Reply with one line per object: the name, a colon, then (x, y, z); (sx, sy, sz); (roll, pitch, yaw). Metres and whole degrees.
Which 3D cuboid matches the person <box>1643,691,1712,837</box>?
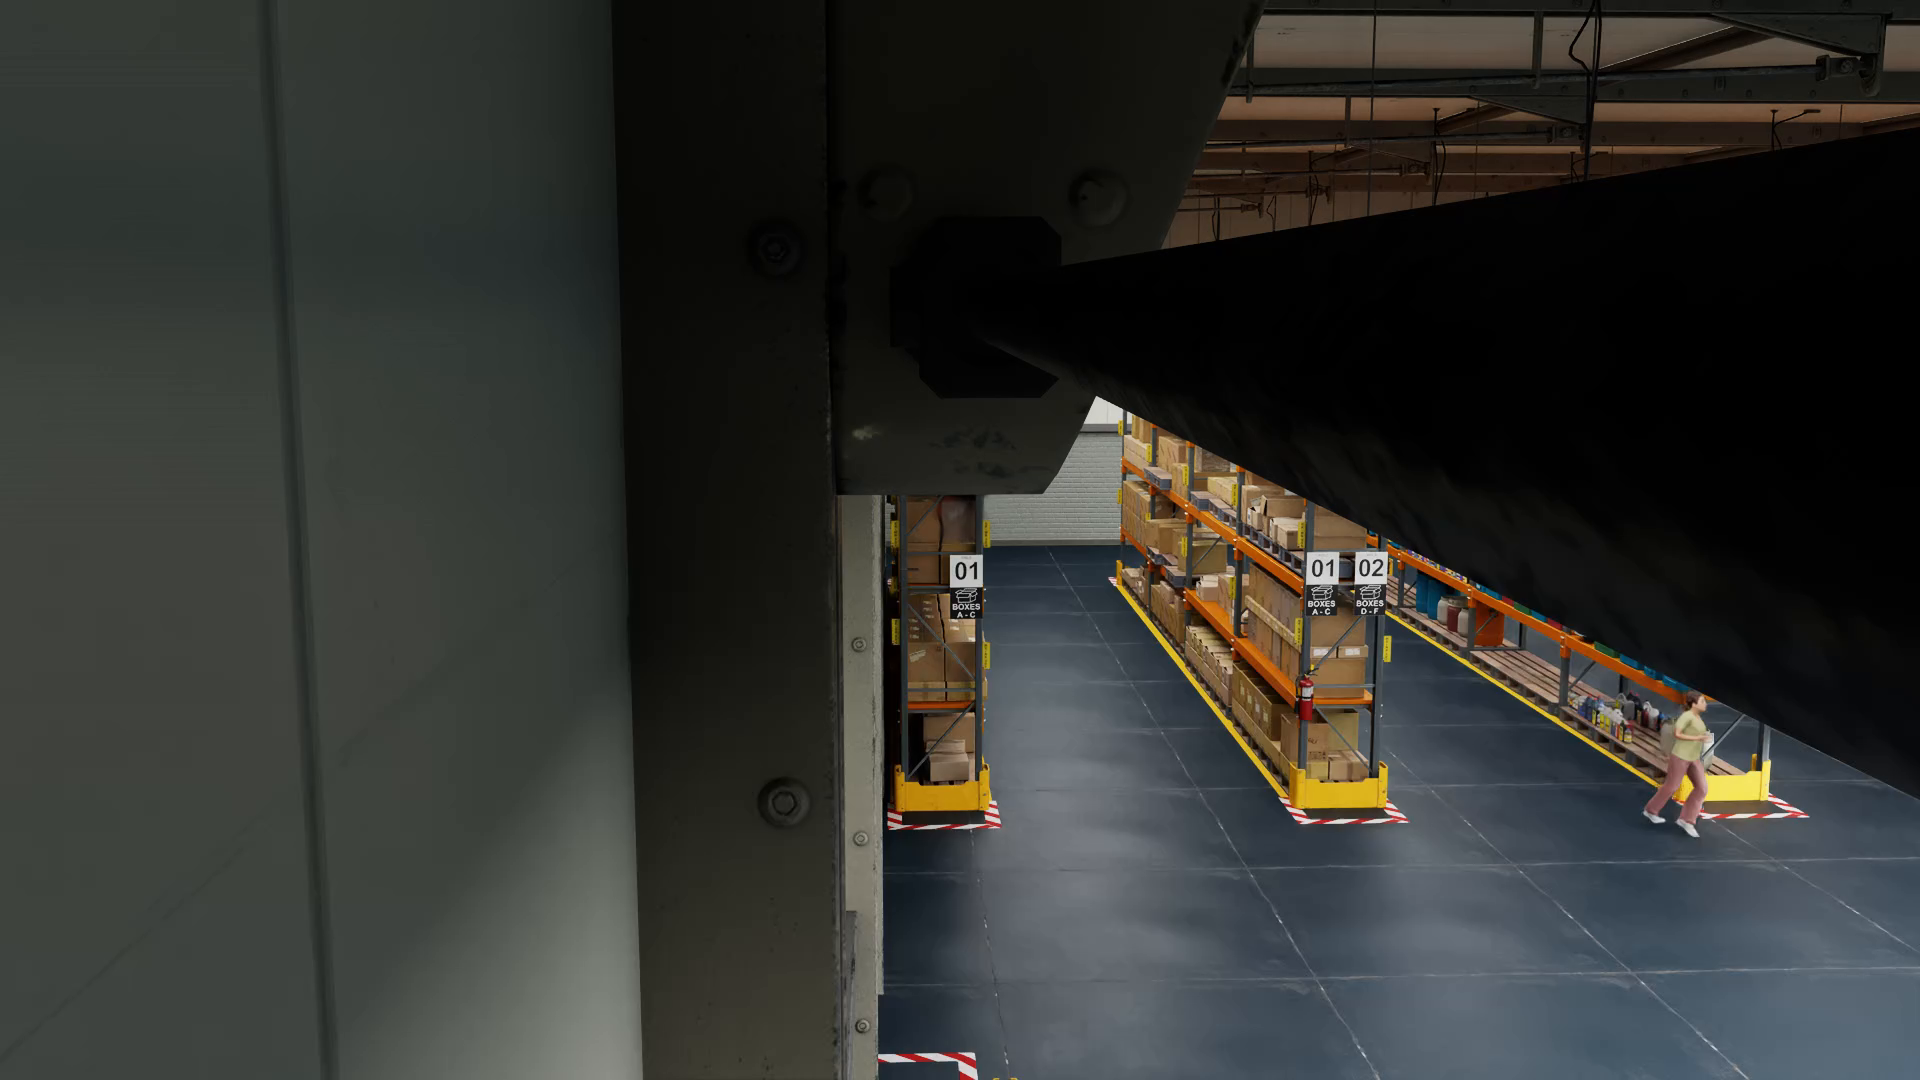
person: (8.629, 2.617, 19.806); (0.587, 1.684, 0.700); (-6, 10, -34)
